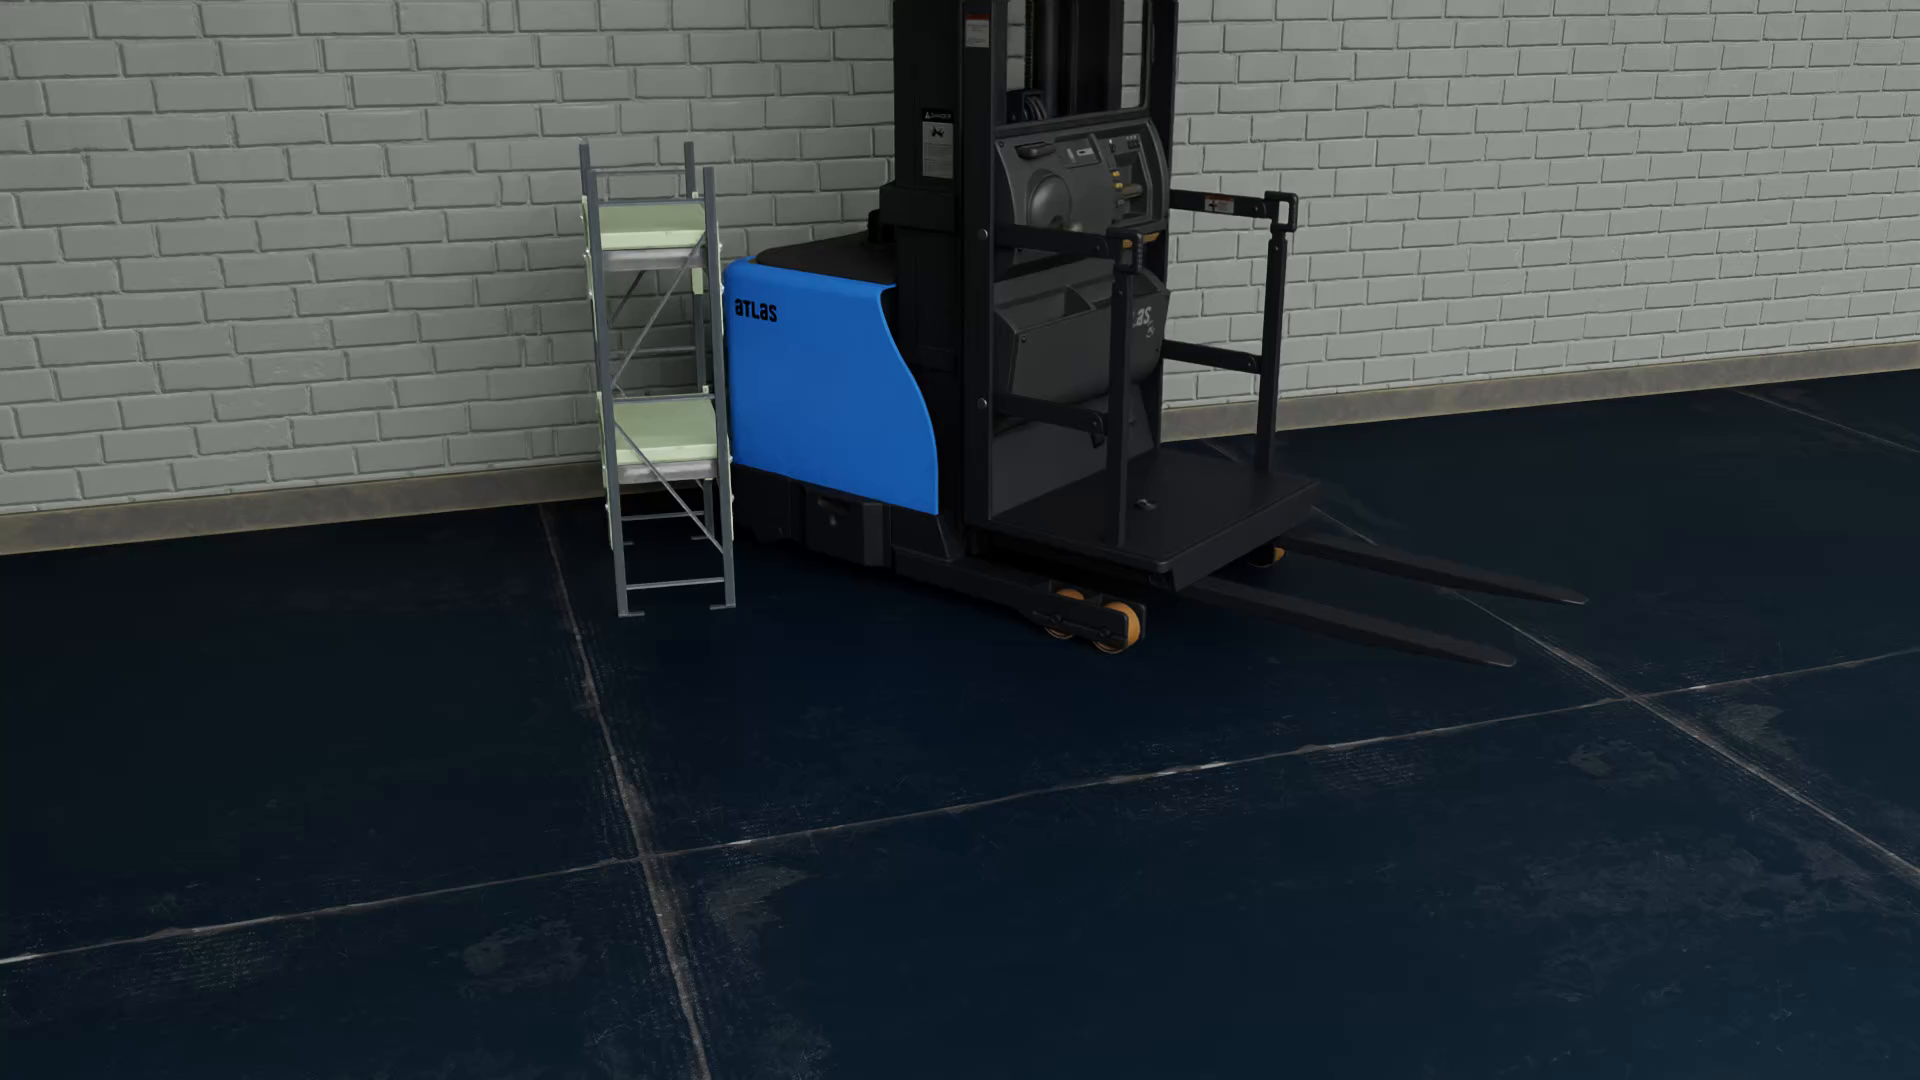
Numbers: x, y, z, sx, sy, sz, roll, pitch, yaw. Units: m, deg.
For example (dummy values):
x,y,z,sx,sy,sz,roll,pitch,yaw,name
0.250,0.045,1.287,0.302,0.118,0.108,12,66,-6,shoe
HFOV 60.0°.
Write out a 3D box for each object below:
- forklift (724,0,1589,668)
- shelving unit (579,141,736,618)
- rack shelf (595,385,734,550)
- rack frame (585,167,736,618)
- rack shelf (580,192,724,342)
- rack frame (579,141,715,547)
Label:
x,y,z,sx,sy,sz,roll,pitch,yaw,name
0.589,-1.213,5.457,3.031,2.935,1.130,15,25,36,forklift
-1.060,-0.580,5.813,0.431,1.500,0.755,-5,20,-13,shelving unit
-1.060,-0.273,5.924,0.431,0.370,0.720,-5,20,-13,rack shelf
-0.975,-0.460,5.478,0.400,1.500,0.023,-5,20,-13,rack frame
-1.060,-0.948,5.681,0.431,0.370,0.720,-5,20,-13,rack shelf
-1.146,-0.701,6.148,0.400,1.500,0.023,-5,20,-13,rack frame
